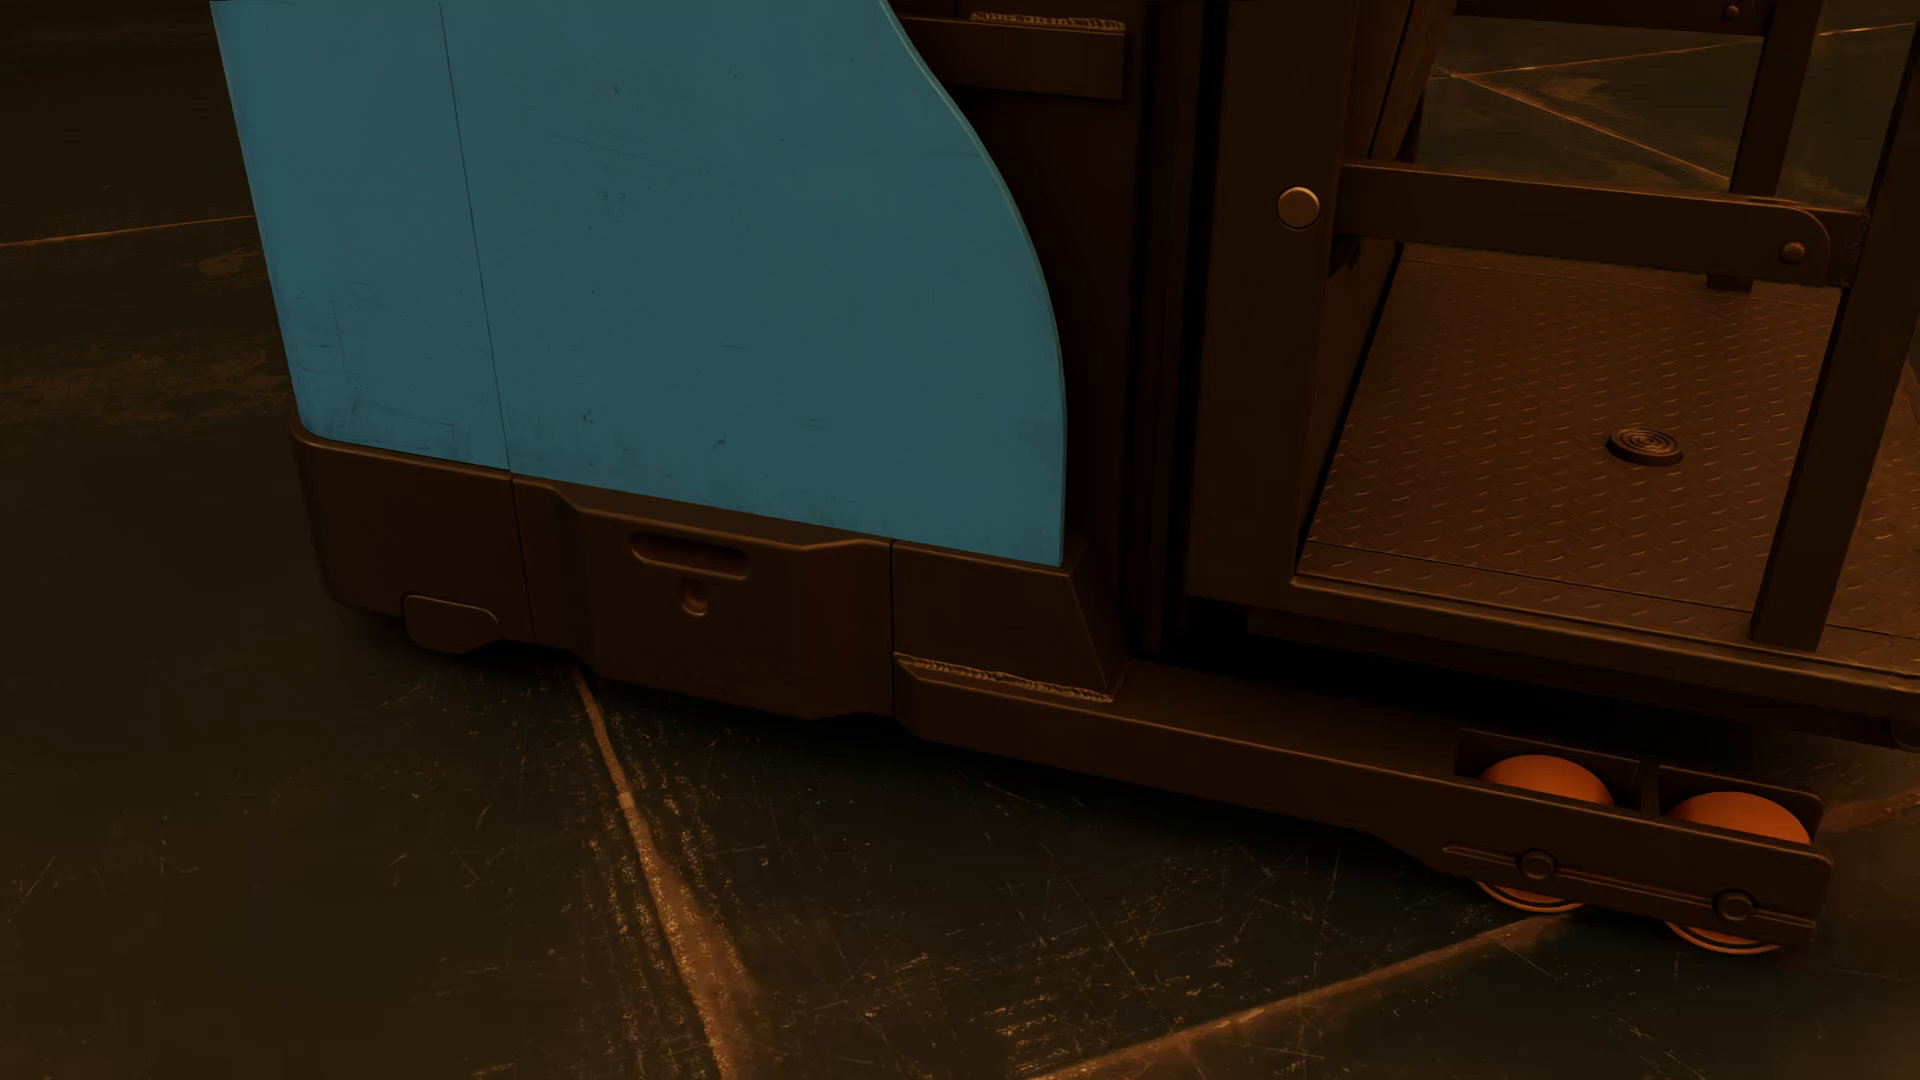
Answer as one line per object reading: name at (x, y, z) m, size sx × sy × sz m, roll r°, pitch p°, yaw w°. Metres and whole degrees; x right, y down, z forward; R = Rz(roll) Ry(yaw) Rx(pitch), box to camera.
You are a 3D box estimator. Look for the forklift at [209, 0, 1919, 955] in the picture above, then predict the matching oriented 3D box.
forklift at (0.704, -1.138, 1.537) m, size 3.031 × 2.935 × 1.130 m, roll 10°, pitch 31°, yaw 17°
